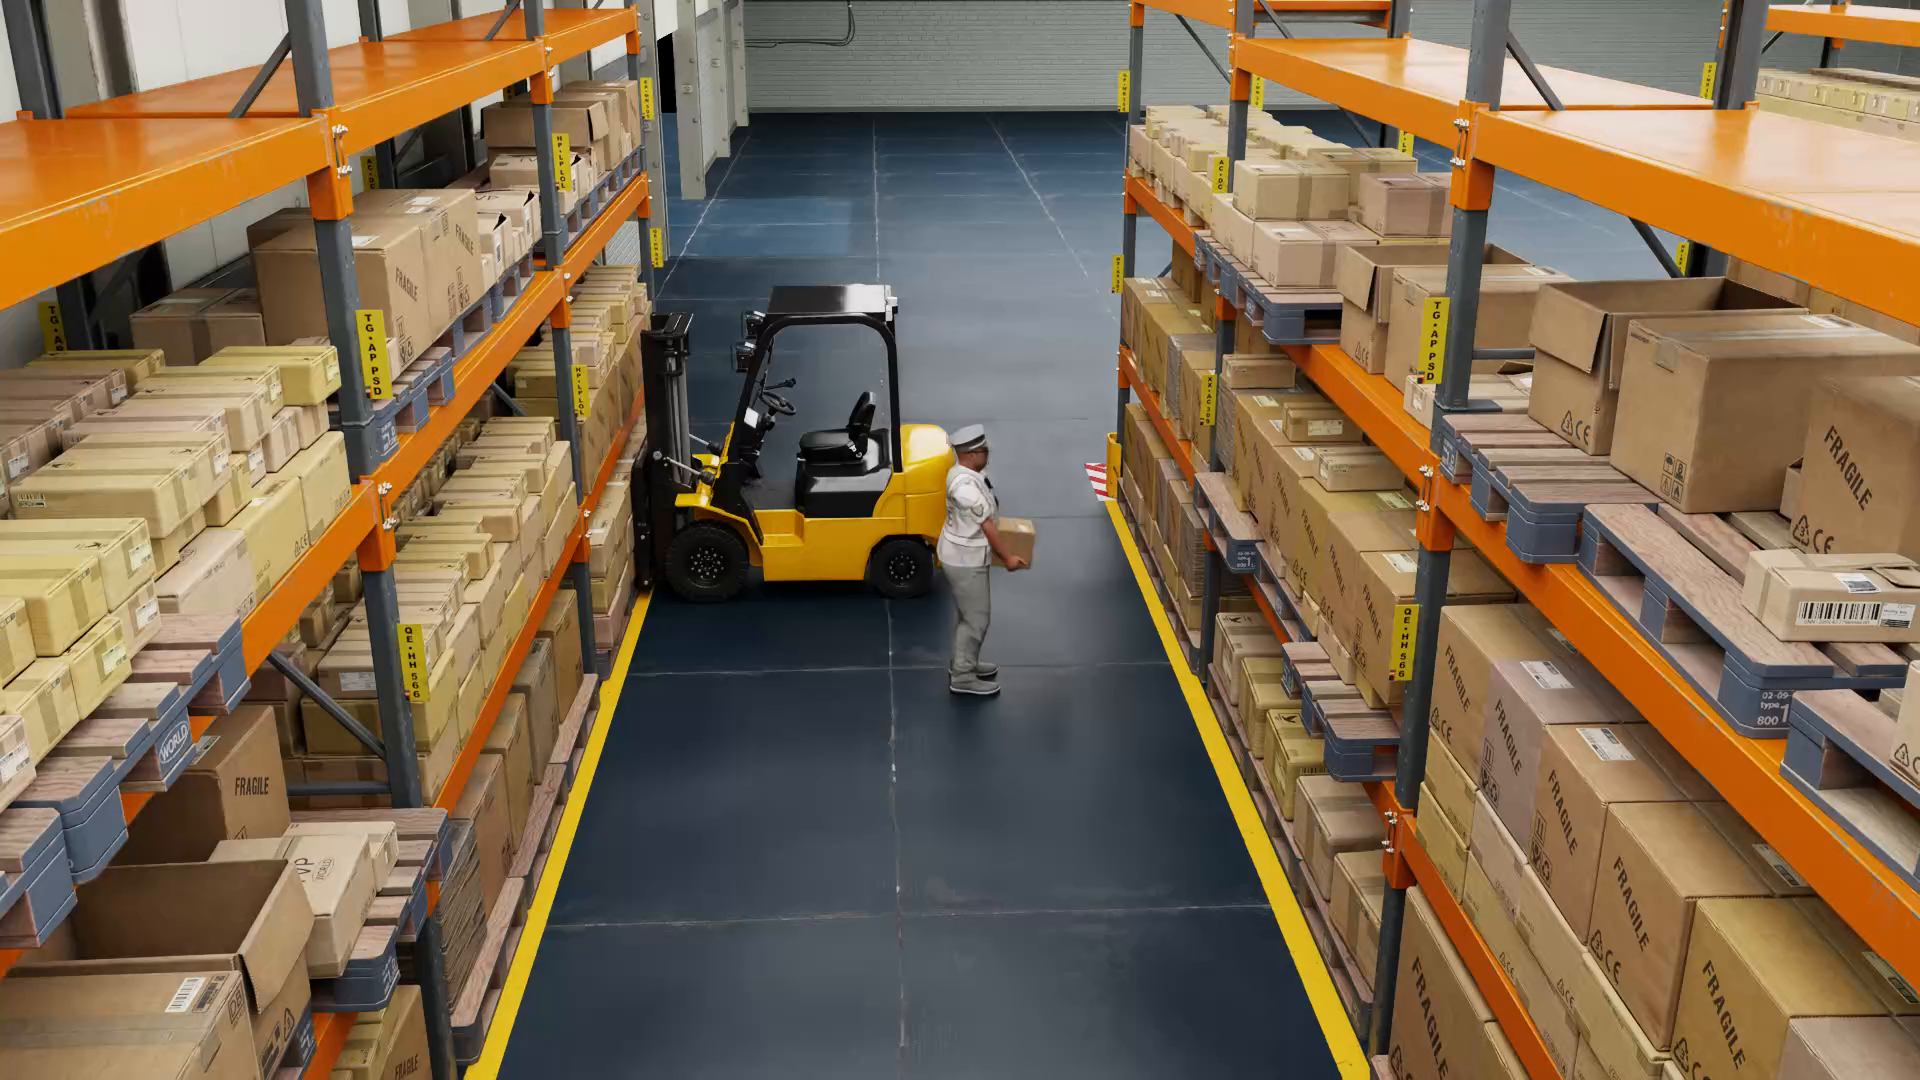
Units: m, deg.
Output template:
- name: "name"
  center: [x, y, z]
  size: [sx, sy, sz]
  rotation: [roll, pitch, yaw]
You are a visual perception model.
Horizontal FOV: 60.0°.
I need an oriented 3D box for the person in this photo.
- name: "person"
  center: [0.136, 0.115, 10.746]
  size: [0.568, 1.765, 0.490]
  rotation: [-1, 20, -4]
